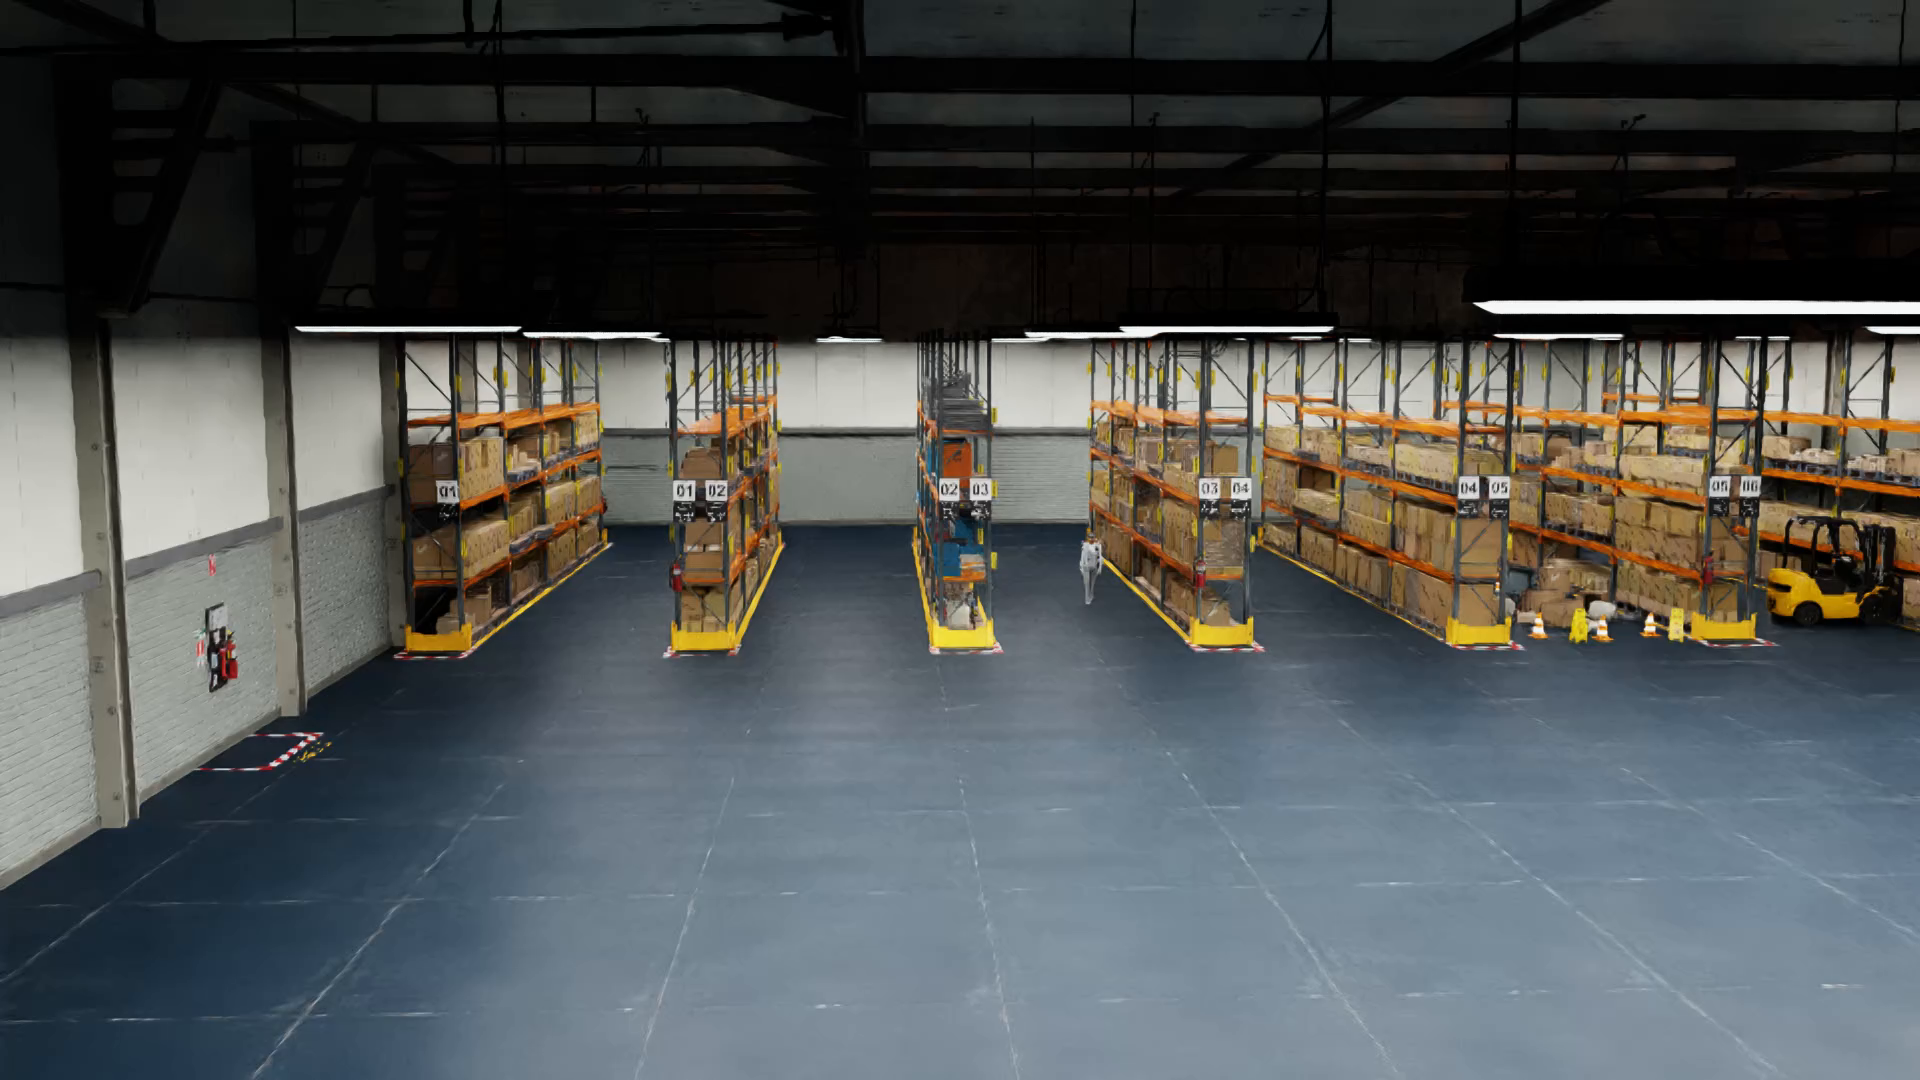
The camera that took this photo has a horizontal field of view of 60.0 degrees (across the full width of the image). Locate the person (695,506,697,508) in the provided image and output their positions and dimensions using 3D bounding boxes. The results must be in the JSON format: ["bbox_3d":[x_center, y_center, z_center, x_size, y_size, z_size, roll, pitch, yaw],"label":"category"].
[{"bbox_3d":[-7.193,-0.593,46.019,0.450,1.776,0.584,-4,8,-34],"label":"person"}]

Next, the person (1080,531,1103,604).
[{"bbox_3d":[2.923,0.578,36.830,0.488,1.590,1.089,-1,7,-5],"label":"person"}]
